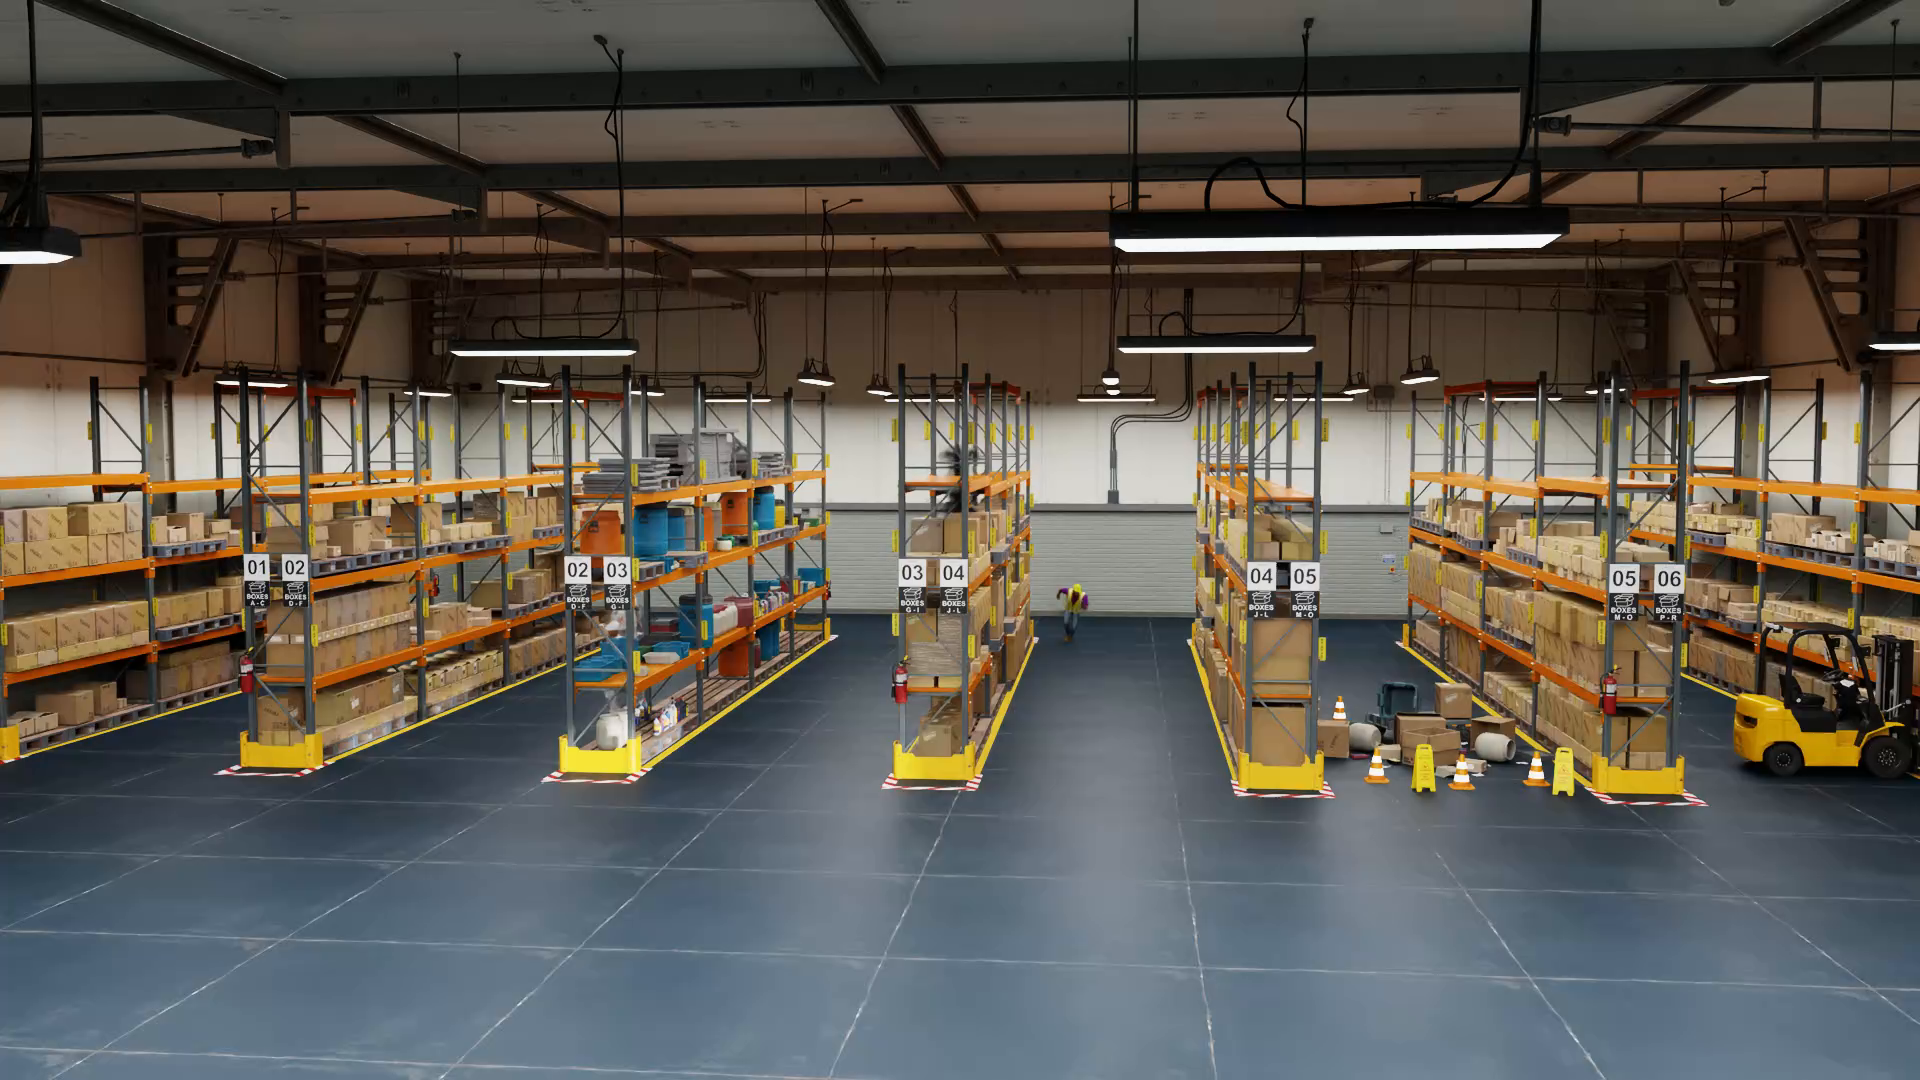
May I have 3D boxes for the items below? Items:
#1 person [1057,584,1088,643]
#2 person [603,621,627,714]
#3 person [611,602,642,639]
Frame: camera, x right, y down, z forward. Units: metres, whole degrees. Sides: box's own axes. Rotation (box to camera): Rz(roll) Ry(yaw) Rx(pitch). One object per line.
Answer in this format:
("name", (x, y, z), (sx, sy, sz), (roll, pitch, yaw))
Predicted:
("person", (2.681, 1.731, 39.591), (0.725, 1.443, 1.062), (0, 4, 1))
("person", (-6.030, 2.261, 29.401), (0.688, 1.714, 0.860), (-1, 4, -10))
("person", (-7.169, 1.866, 35.750), (0.661, 1.667, 0.888), (-1, 4, -11))
